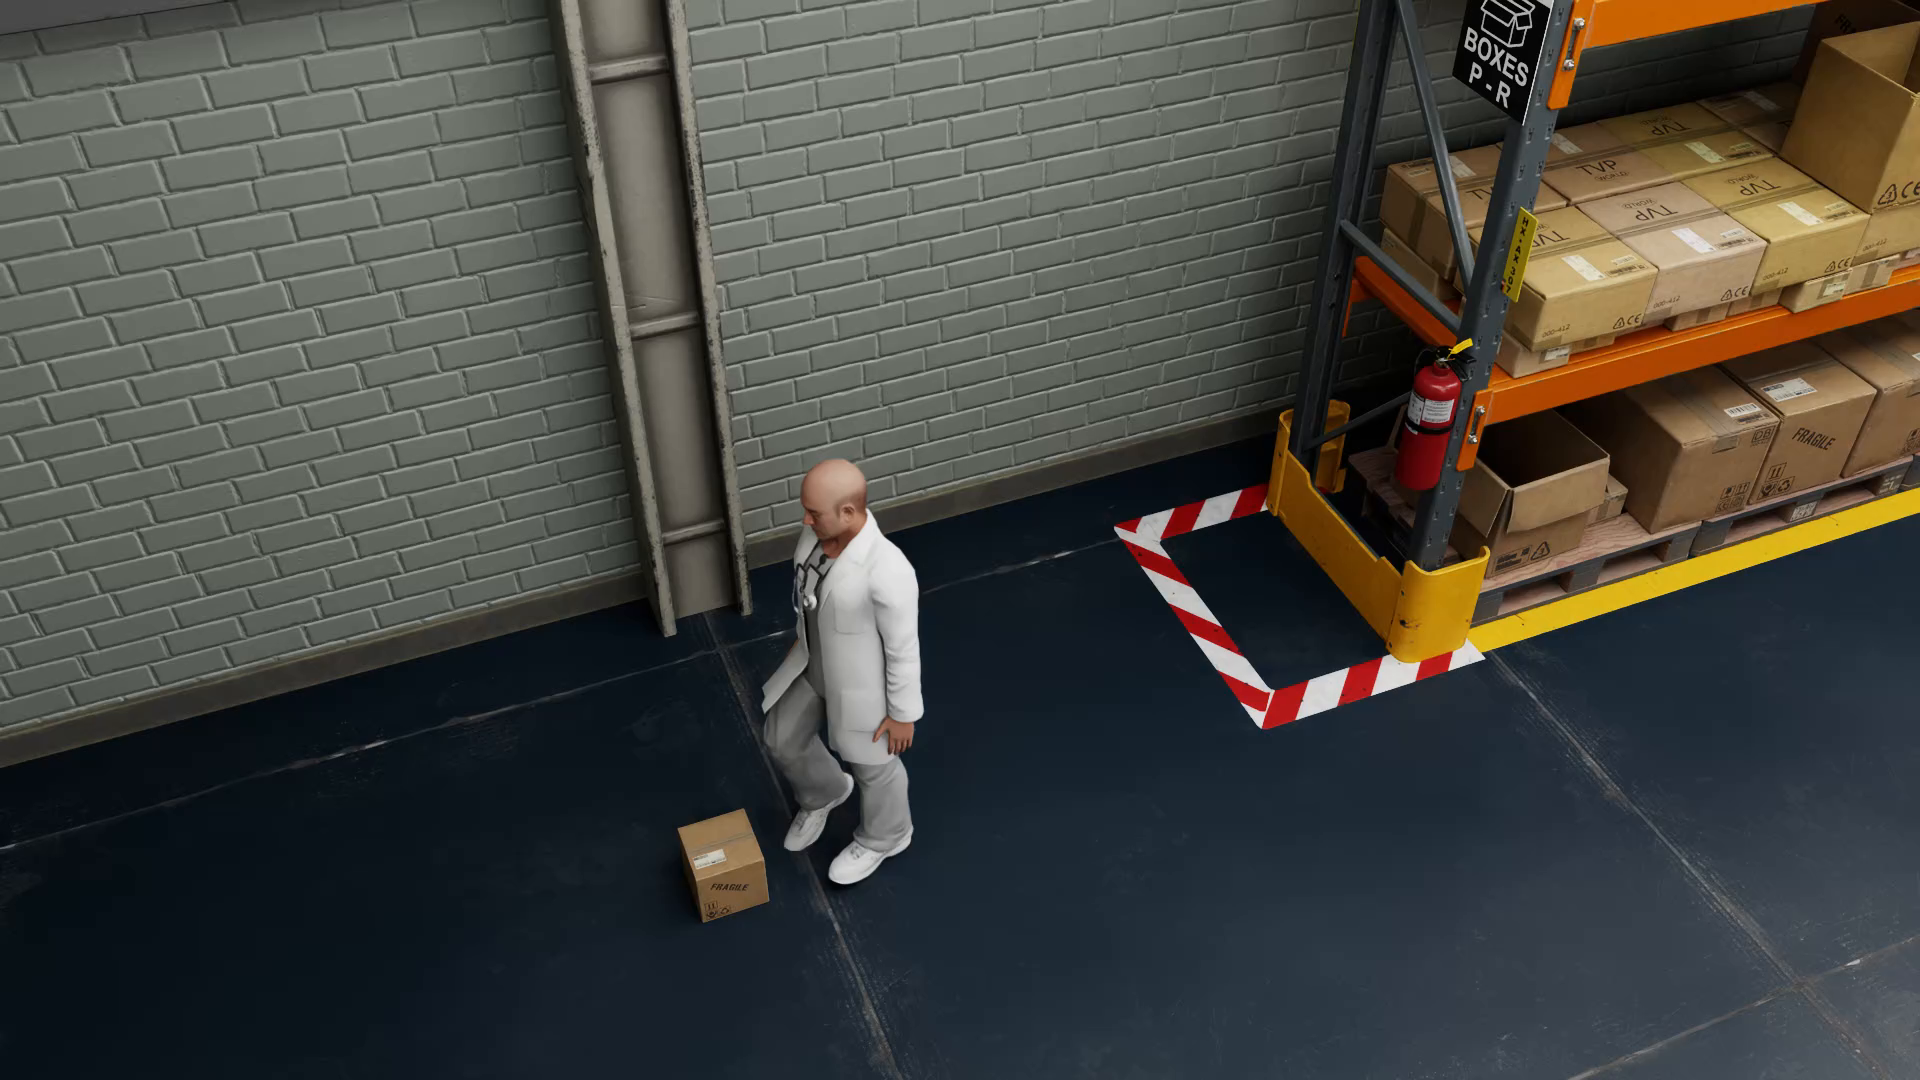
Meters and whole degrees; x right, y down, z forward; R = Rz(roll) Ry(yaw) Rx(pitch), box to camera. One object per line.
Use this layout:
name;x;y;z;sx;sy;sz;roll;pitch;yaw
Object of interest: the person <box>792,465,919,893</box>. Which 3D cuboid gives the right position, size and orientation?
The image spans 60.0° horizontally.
person;-0.369;0.473;5.629;0.388;1.785;0.570;-14;43;-16
